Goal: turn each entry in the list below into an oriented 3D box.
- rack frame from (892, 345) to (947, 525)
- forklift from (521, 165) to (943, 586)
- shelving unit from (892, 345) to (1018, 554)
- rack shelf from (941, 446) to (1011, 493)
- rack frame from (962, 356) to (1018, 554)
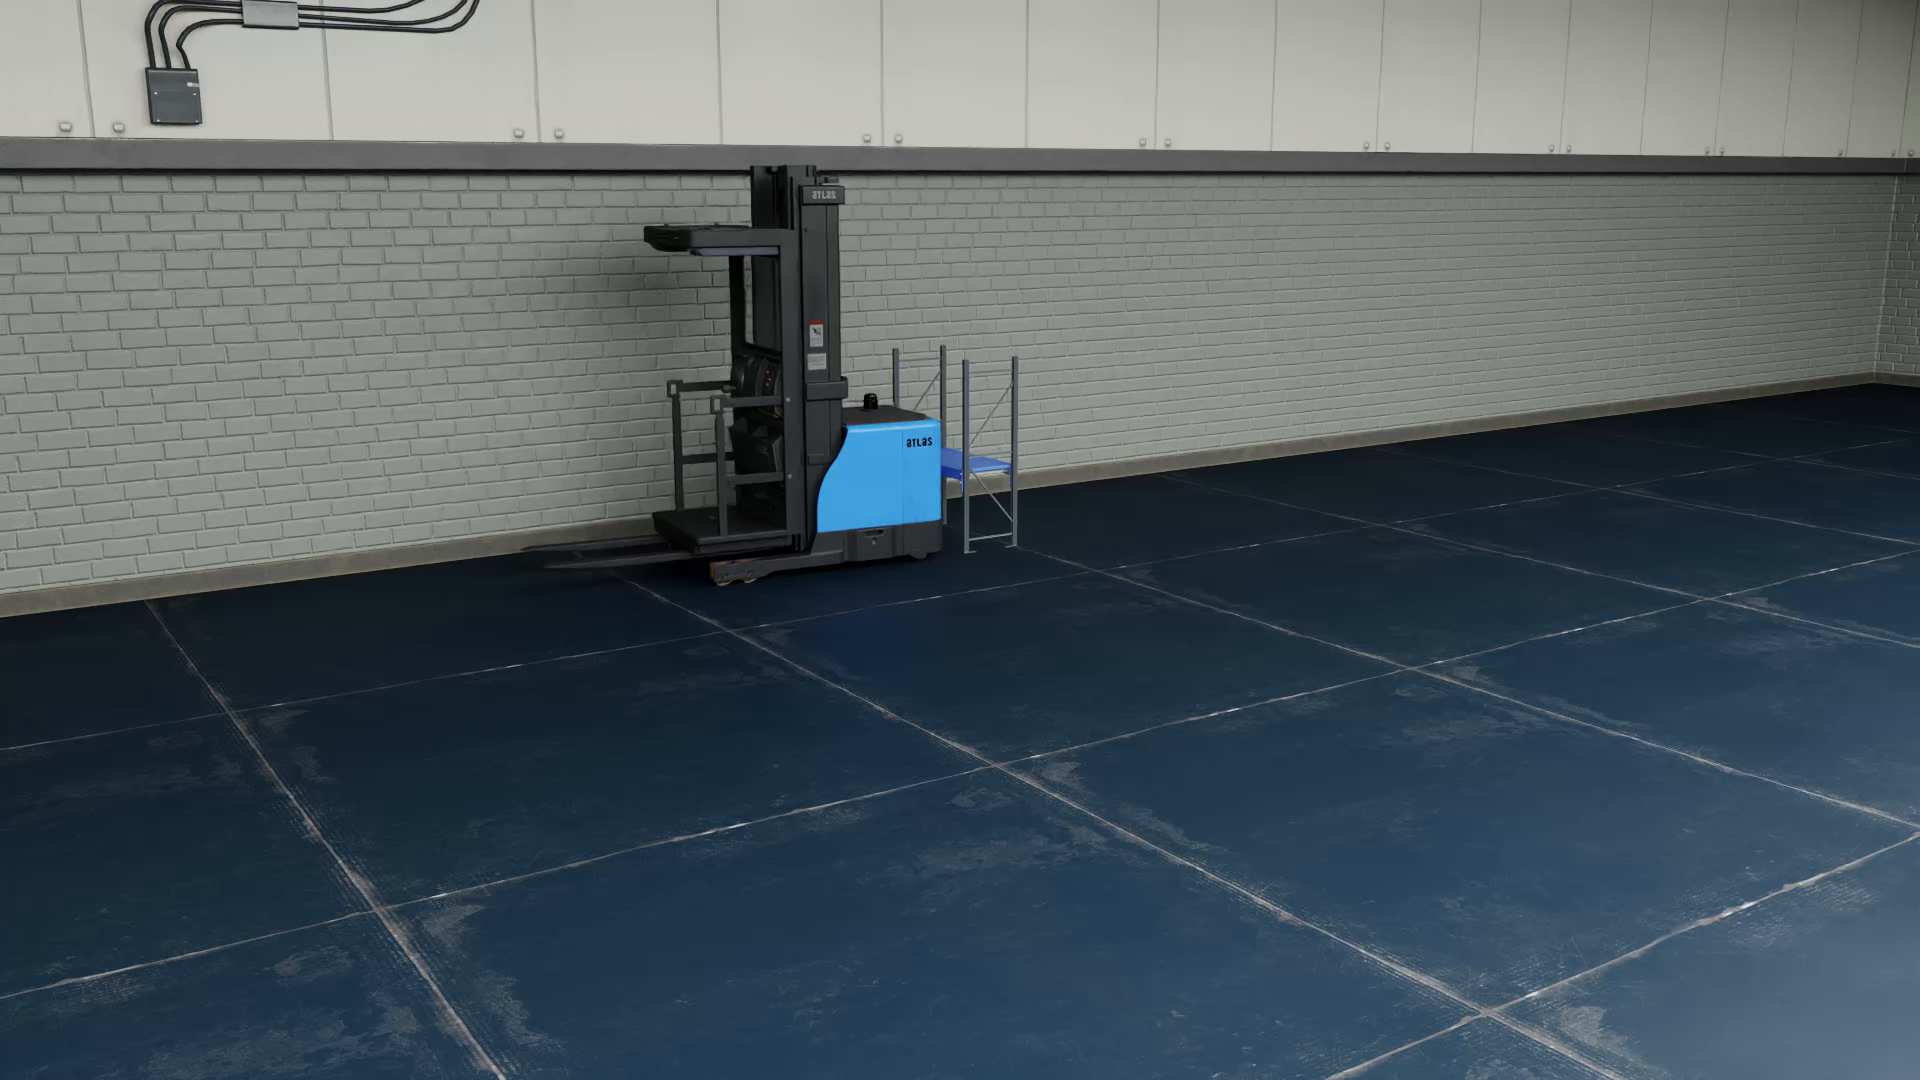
[{"bbox_3d":[-0.329,-0.838,13.684,0.500,1.500,0.032,-8,15,-33],"label":"rack frame"},{"bbox_3d":[-1.677,-1.235,12.147,3.031,2.935,1.130,-6,14,-27],"label":"forklift"},{"bbox_3d":[-0.047,-0.748,13.271,0.538,1.500,1.048,-8,15,-33],"label":"shelving unit"},{"bbox_3d":[-0.047,-0.572,13.309,0.538,0.185,1.000,-8,15,-33],"label":"rack shelf"},{"bbox_3d":[0.234,-0.657,12.857,0.500,1.500,0.032,-8,15,-33],"label":"rack frame"}]
